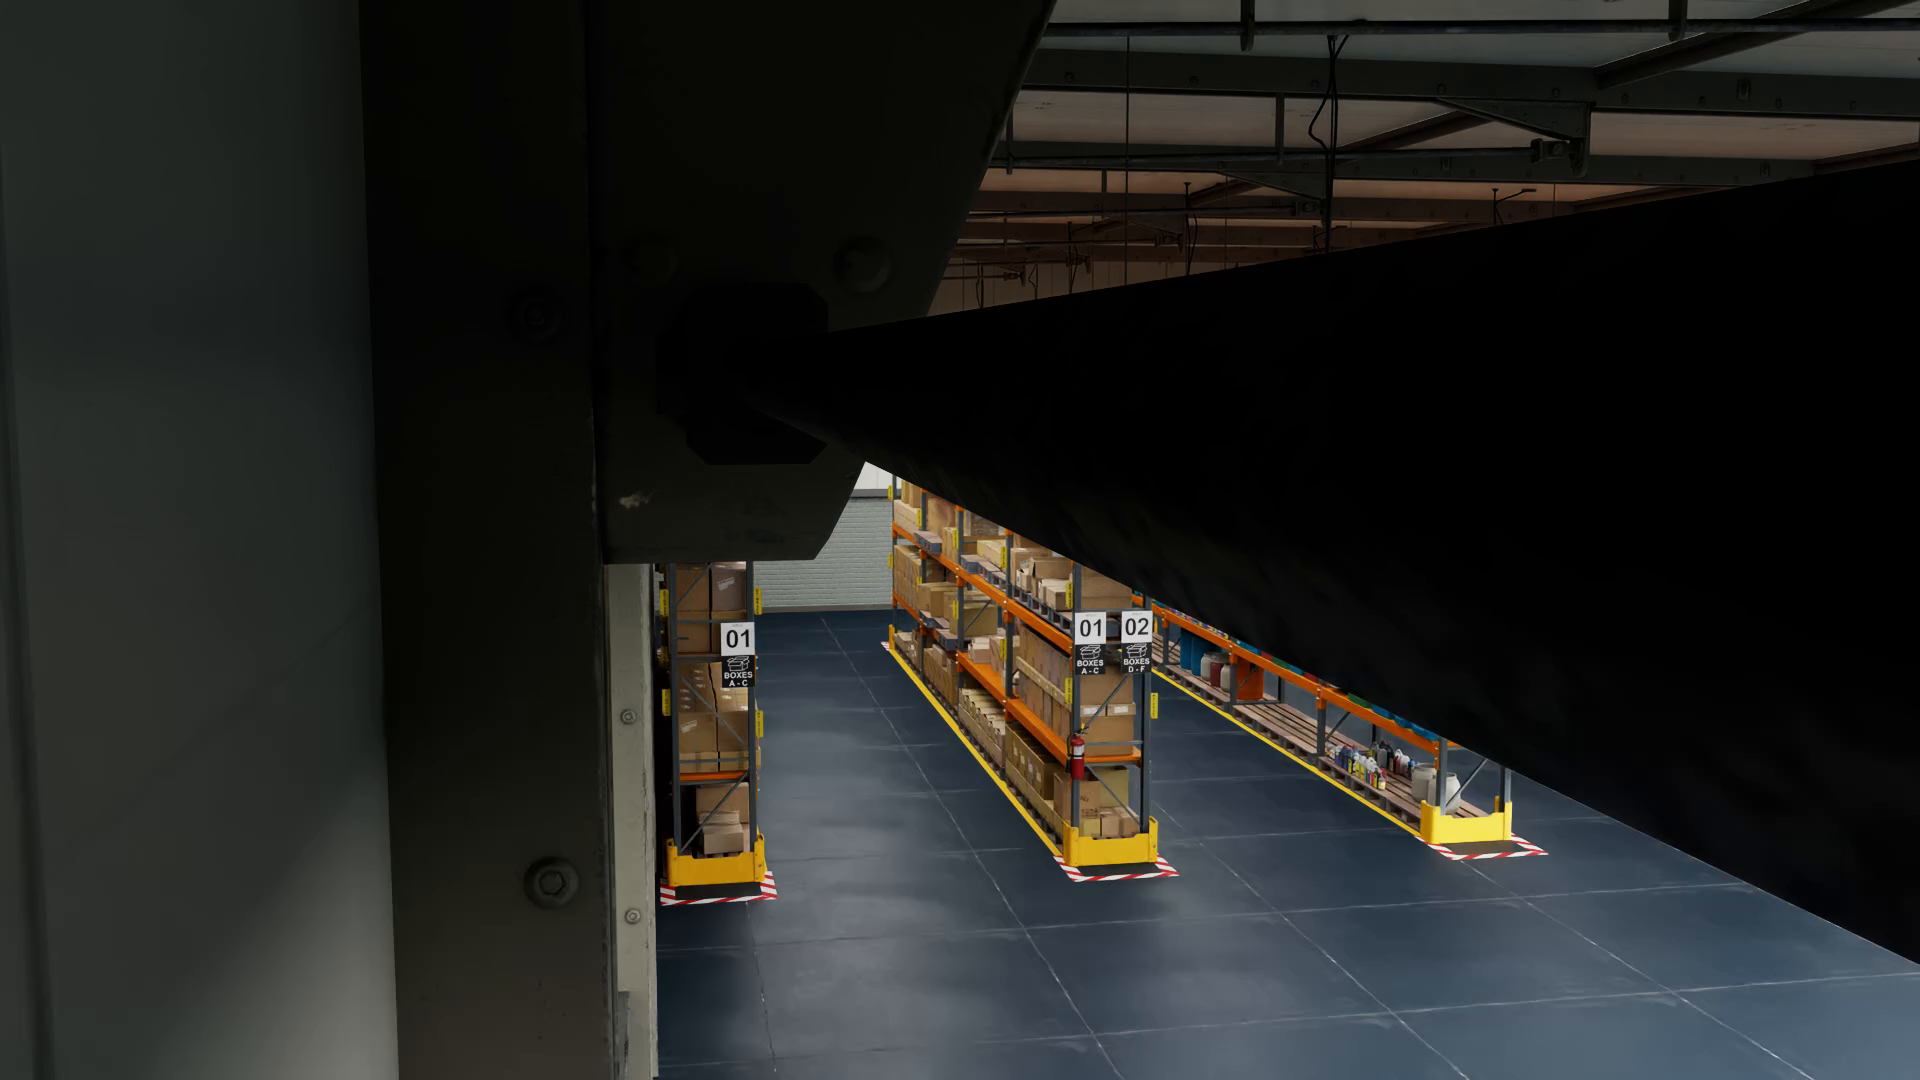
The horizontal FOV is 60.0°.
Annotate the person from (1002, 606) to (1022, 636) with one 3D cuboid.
[{"bbox_3d":[1.090,1.745,34.681,0.516,1.666,0.500,-6,8,-42],"label":"person"}]
